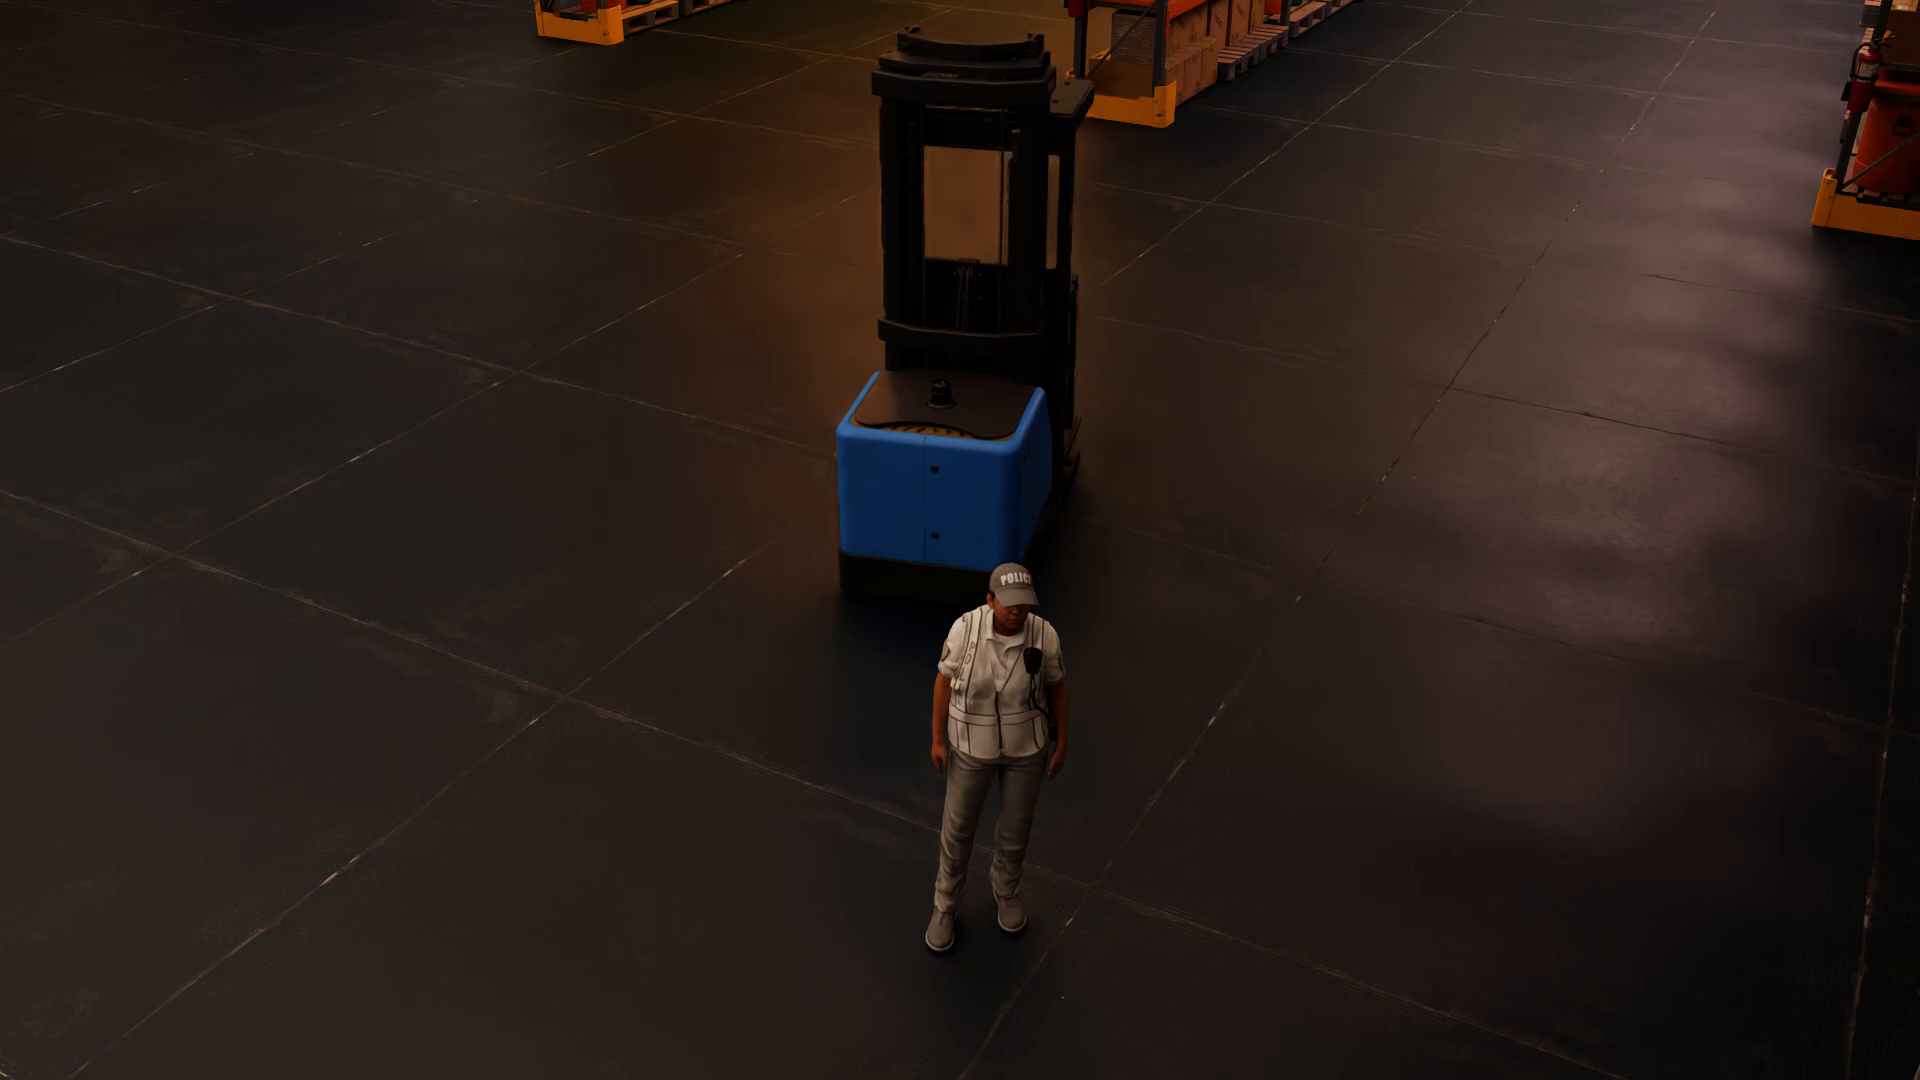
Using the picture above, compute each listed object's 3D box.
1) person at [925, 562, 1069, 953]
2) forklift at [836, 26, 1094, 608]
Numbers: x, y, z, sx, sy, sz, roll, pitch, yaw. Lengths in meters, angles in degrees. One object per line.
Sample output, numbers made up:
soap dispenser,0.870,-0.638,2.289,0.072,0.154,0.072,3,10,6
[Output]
person,0.148,0.883,6.793,0.597,1.669,0.530,-1,30,-1
forklift,0.150,-1.603,9.848,1.130,2.935,3.031,7,31,11
